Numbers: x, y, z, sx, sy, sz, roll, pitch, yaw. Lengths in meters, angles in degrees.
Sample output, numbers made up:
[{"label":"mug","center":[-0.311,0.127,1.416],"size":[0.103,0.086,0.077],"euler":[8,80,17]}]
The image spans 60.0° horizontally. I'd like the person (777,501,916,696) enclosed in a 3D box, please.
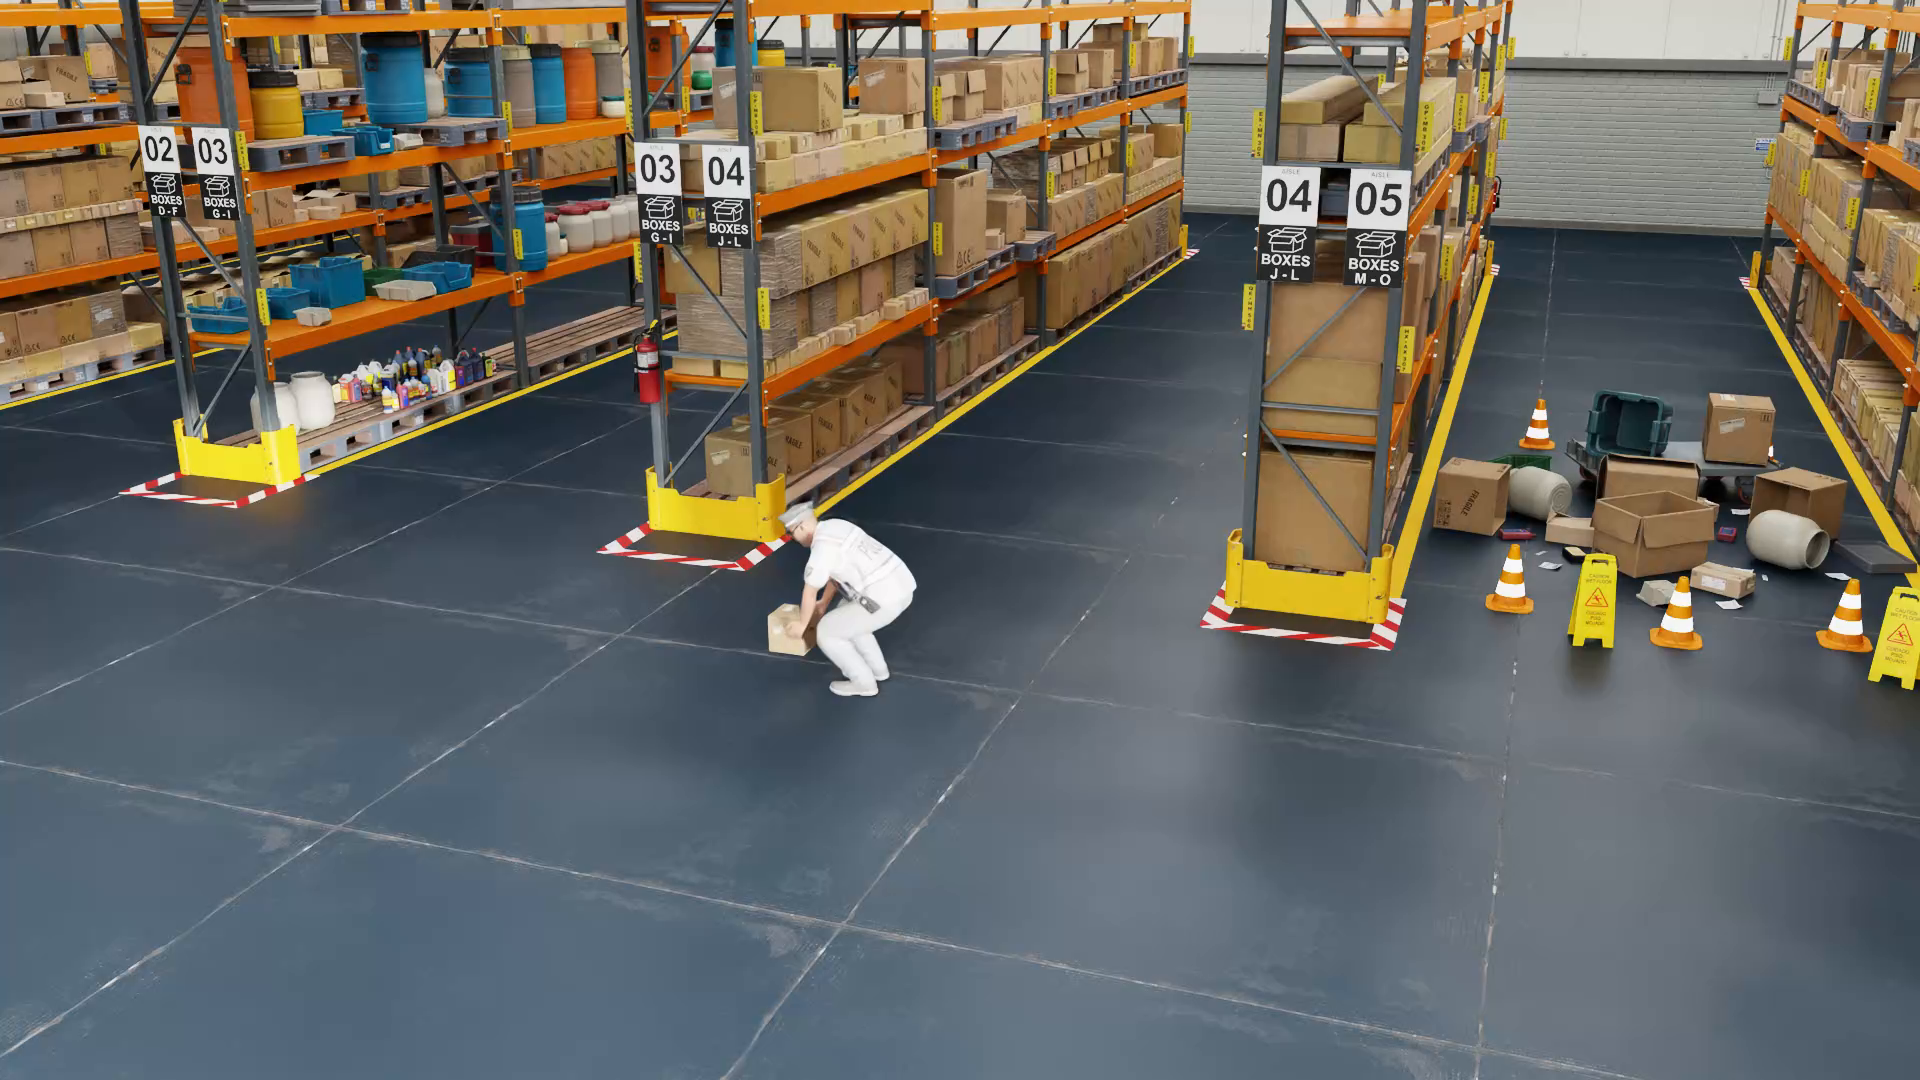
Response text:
[{"label":"person","center":[-0.742,0.371,10.756],"size":[0.882,1.242,0.581],"euler":[6,20,18]}]
